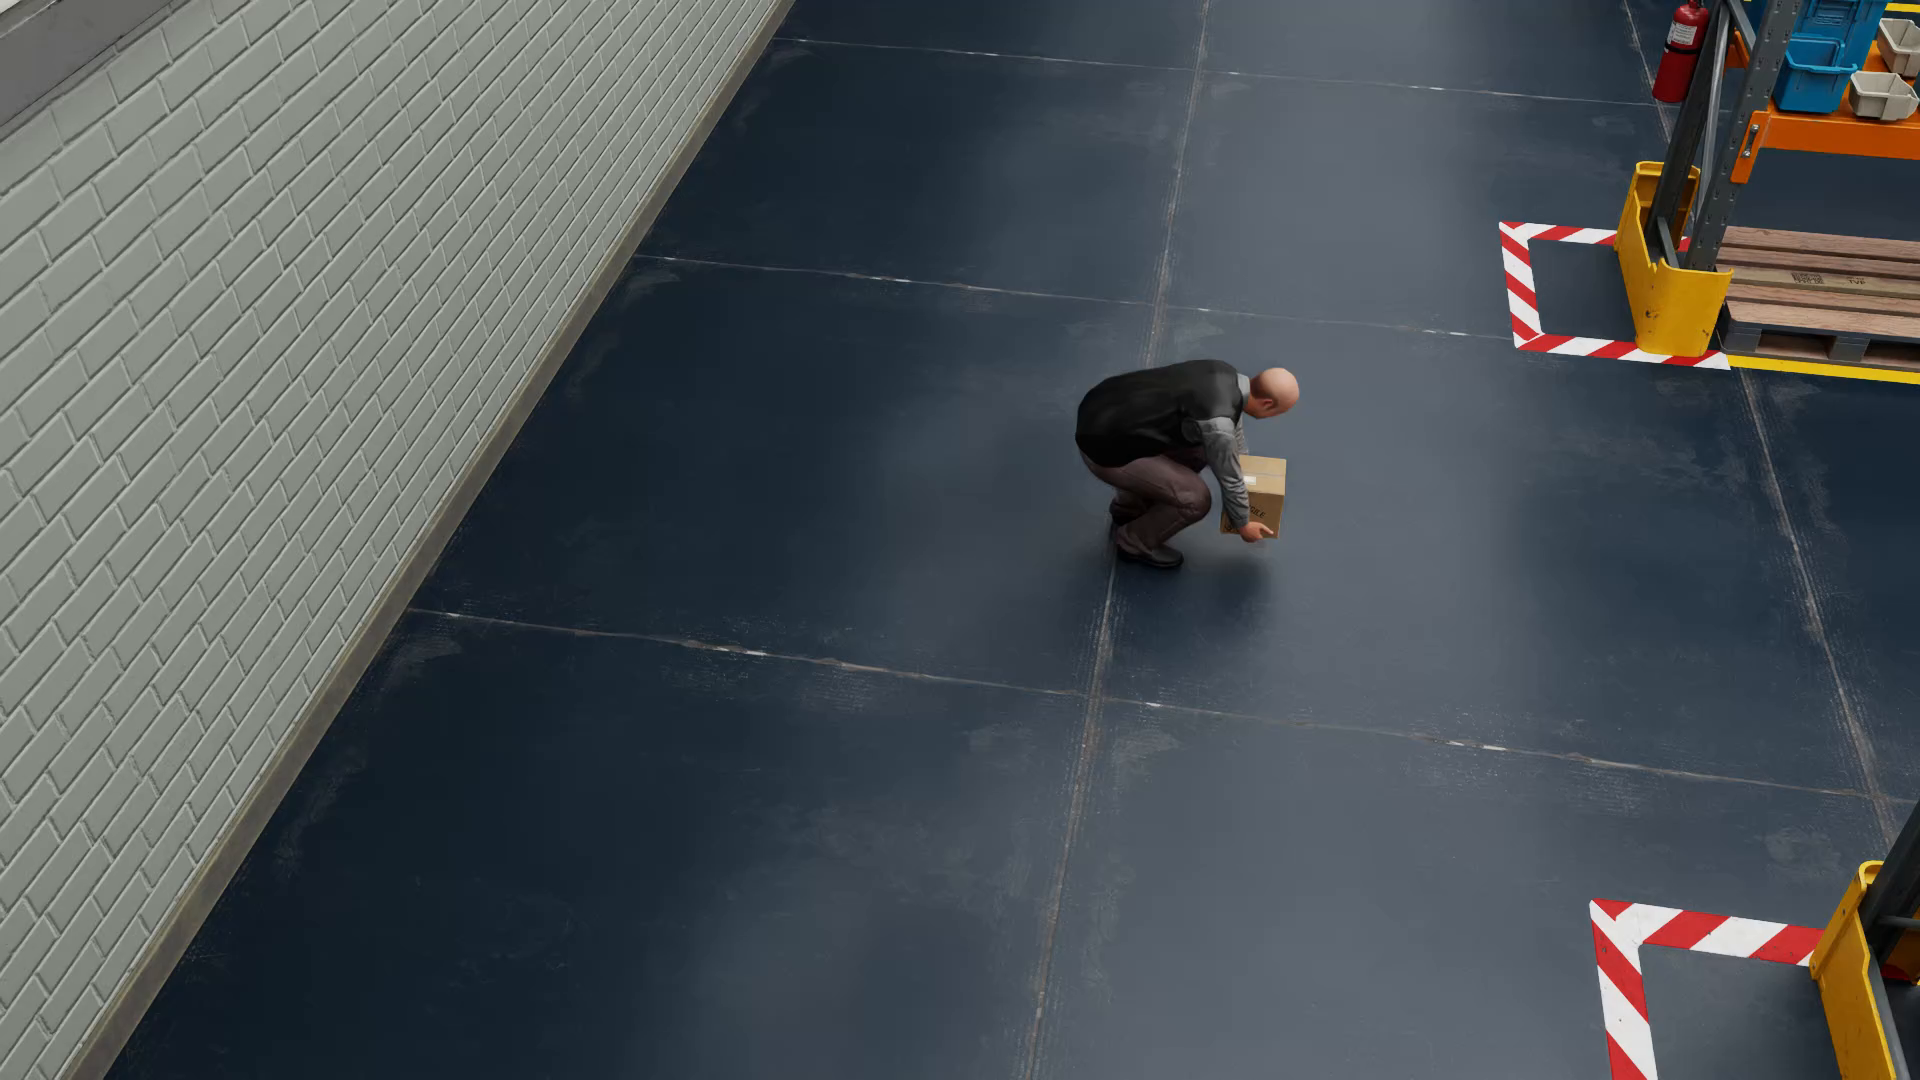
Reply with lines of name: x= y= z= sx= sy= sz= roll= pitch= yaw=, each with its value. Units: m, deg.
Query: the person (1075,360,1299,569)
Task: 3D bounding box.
person: x=0.953 y=-0.352 z=7.191 sx=0.916 sy=0.953 sz=0.508 roll=5 pitch=41 yaw=6
